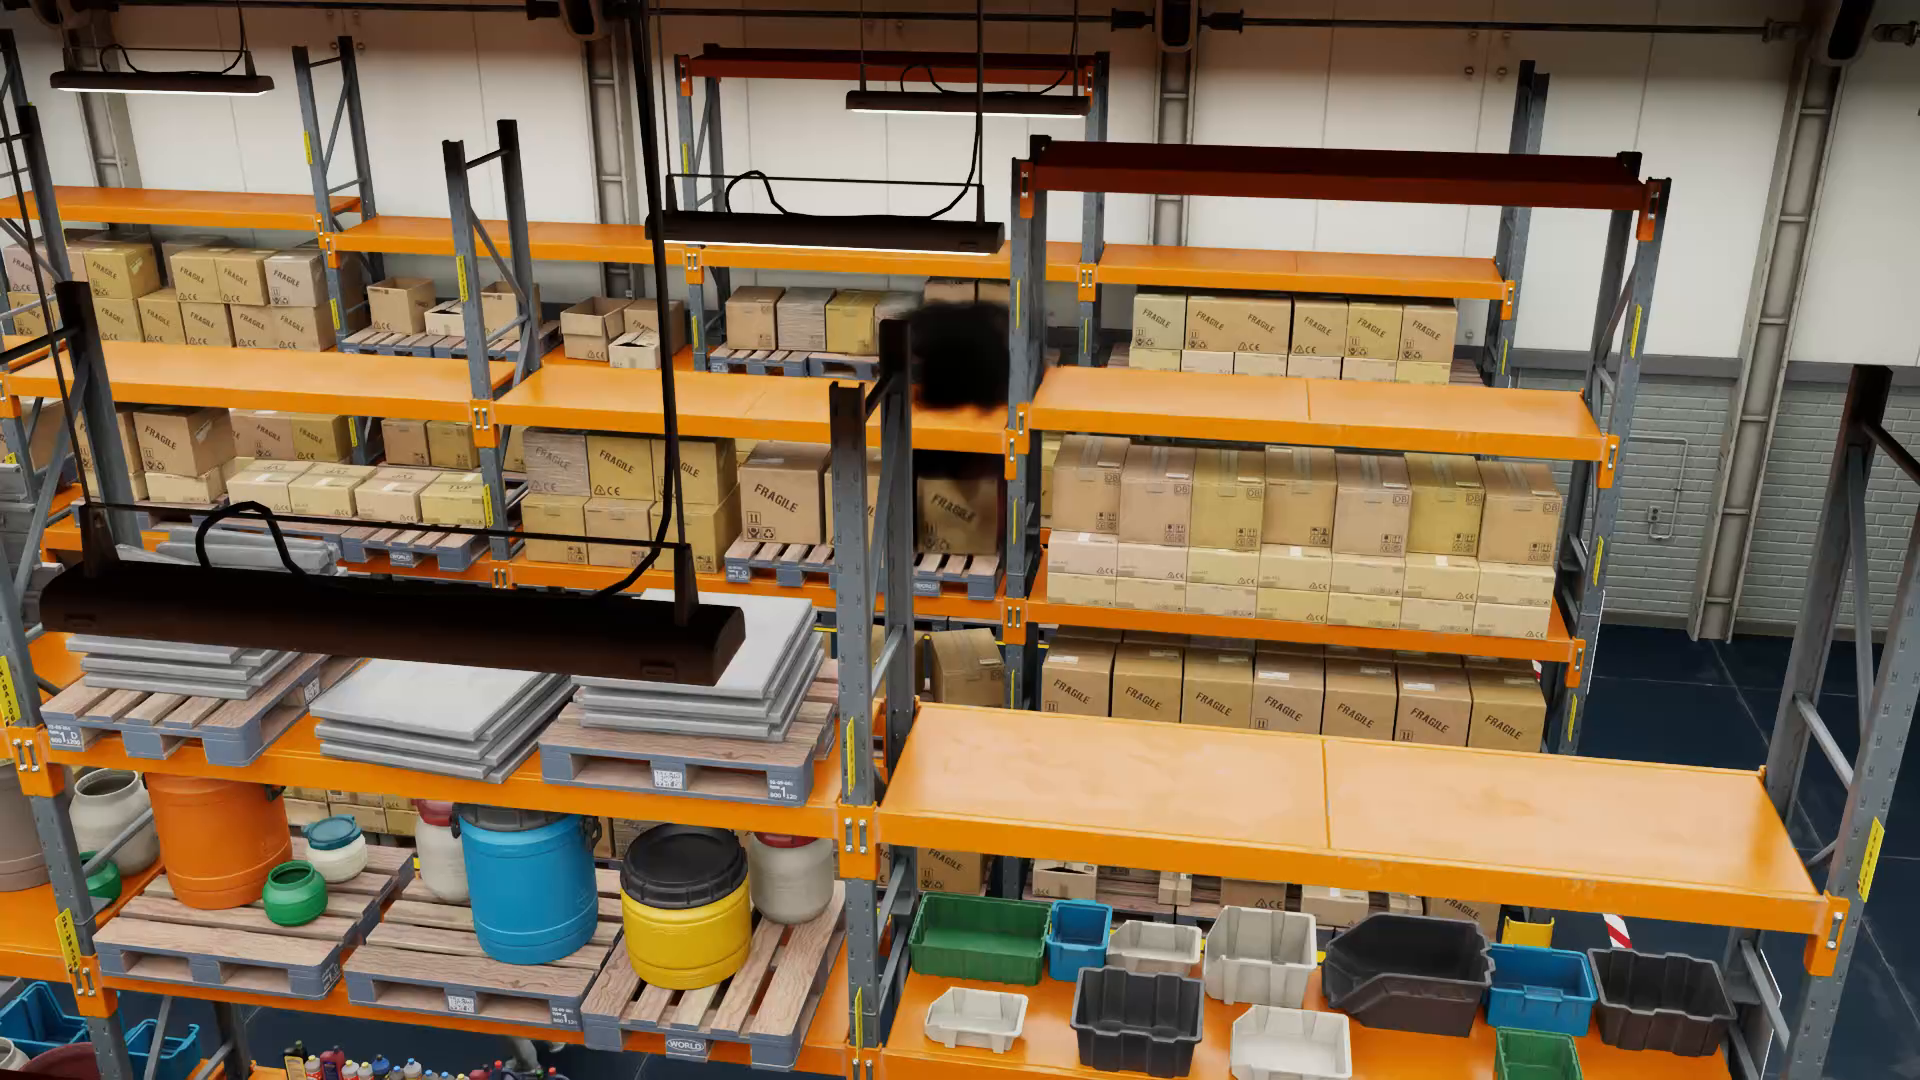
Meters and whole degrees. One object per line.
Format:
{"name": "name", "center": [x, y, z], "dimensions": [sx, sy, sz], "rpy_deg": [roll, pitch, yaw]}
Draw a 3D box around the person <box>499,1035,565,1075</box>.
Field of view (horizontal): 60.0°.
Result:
{"name": "person", "center": [-3.061, 2.903, 11.331], "dimensions": [0.515, 1.788, 0.671], "rpy_deg": [17, 29, 35]}
